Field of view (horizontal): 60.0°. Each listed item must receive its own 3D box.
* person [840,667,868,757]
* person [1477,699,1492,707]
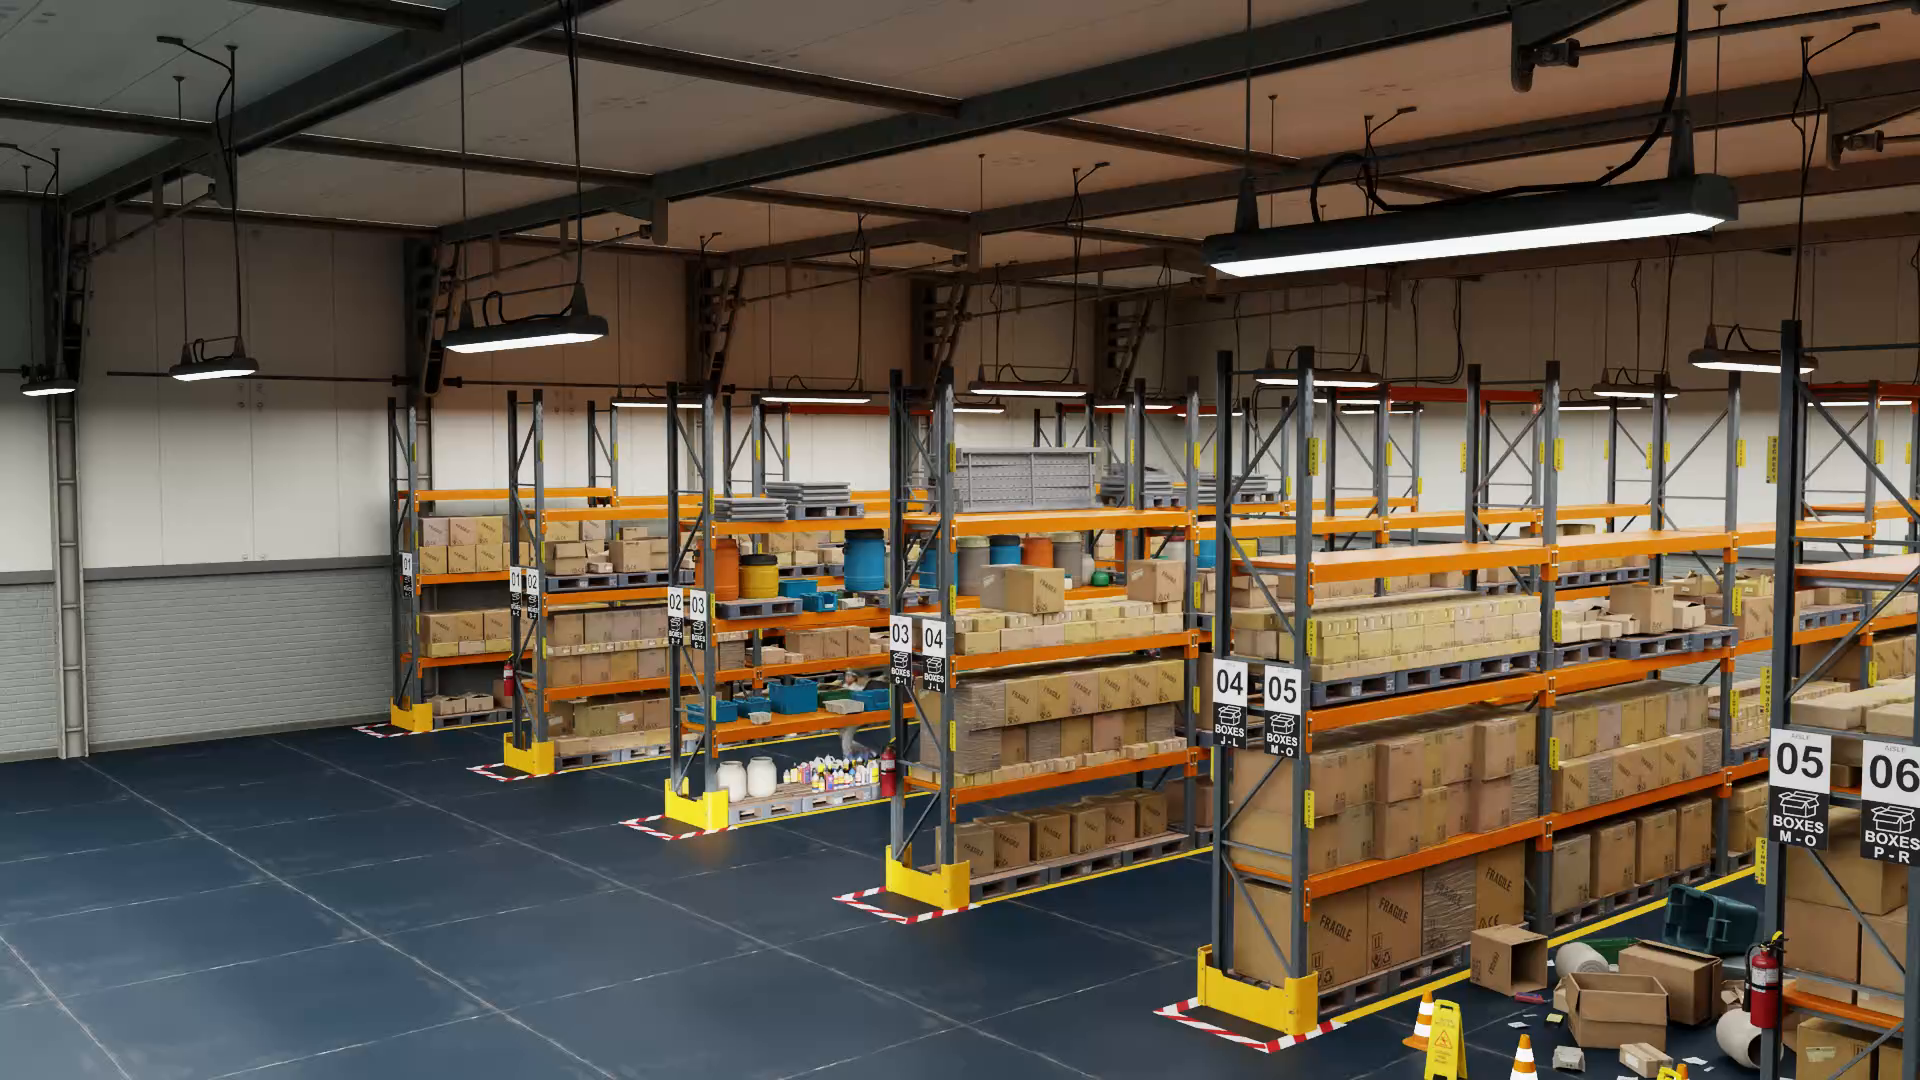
[{"bbox_3d":[-1.666,2.806,26.053,0.611,1.670,0.720,3,5,43],"label":"person"},{"bbox_3d":[7.097,2.953,22.725,0.675,1.741,0.672,3,4,39],"label":"person"}]
